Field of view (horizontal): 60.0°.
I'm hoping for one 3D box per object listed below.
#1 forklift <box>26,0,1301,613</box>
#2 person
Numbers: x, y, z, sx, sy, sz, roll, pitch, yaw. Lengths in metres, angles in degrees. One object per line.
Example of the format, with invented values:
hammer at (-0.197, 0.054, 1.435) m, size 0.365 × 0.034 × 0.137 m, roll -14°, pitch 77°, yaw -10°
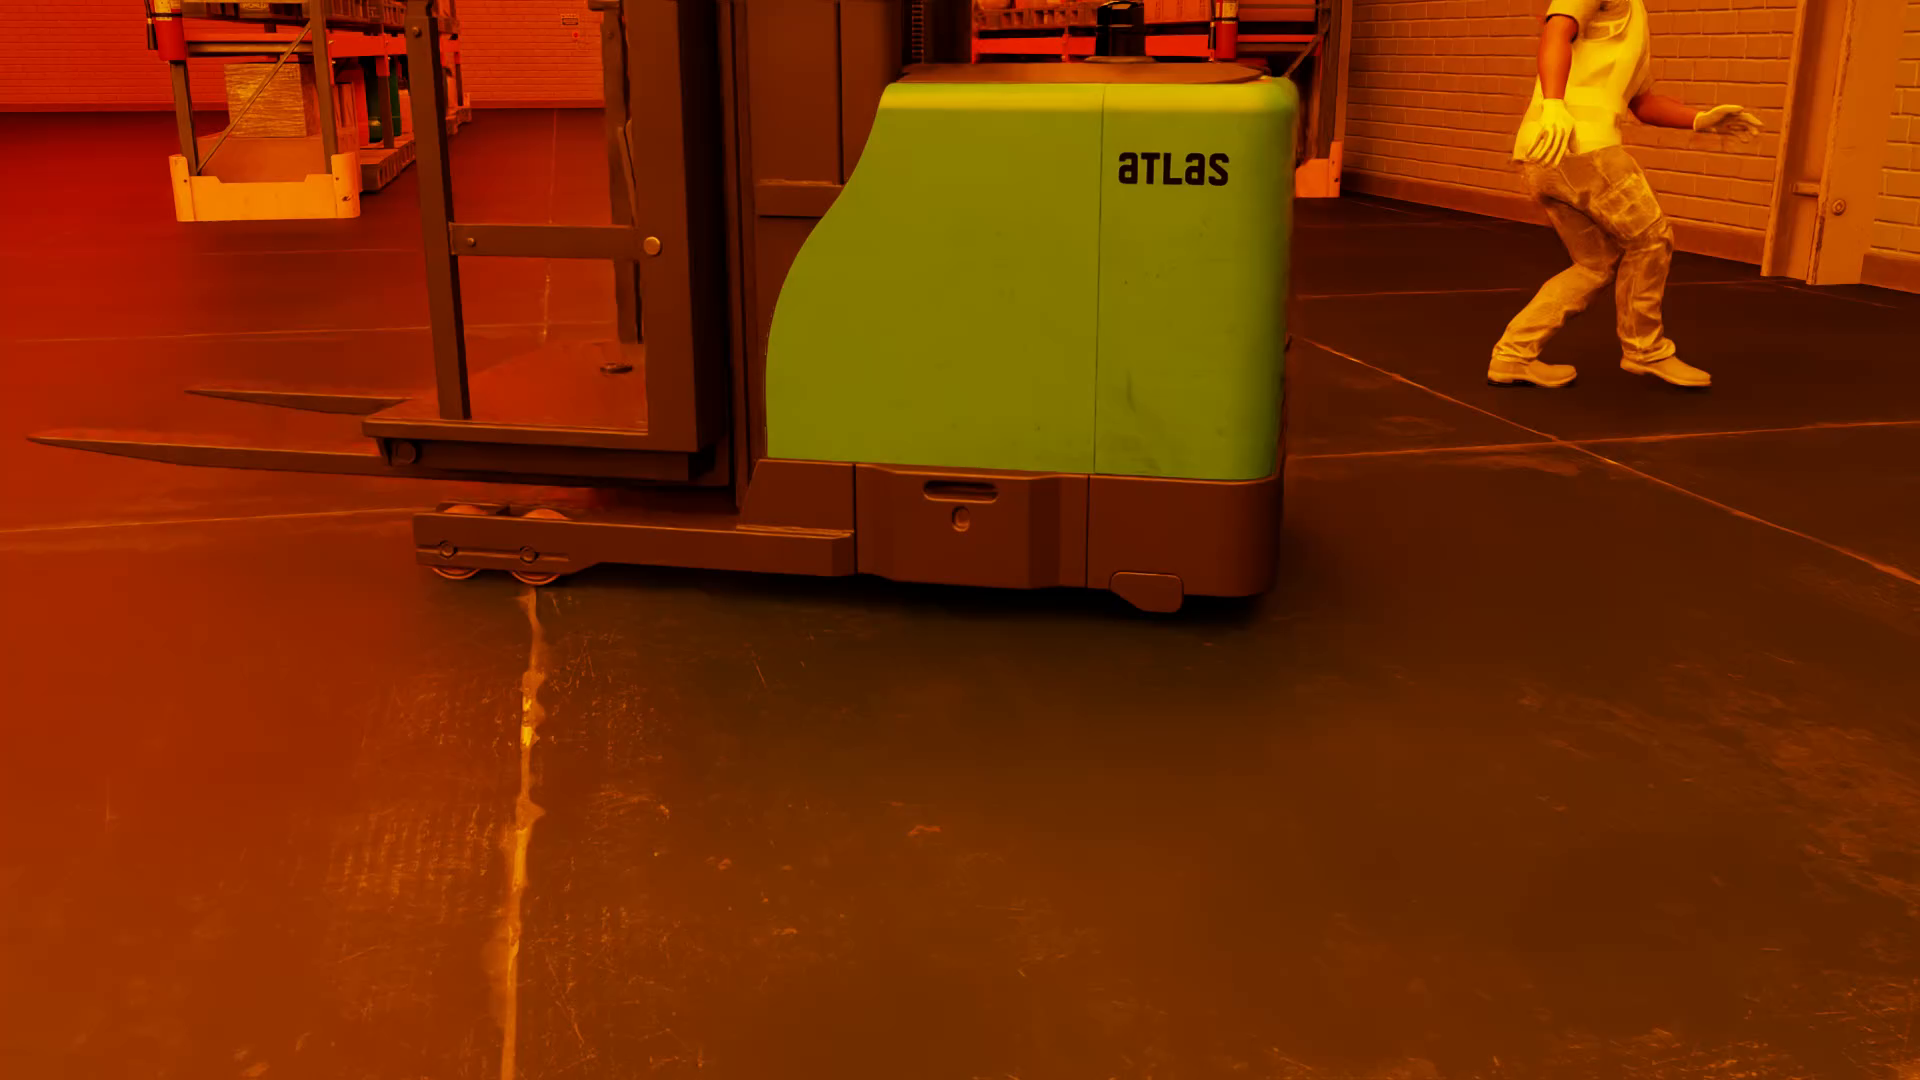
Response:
forklift at (-0.745, -1.448, 3.742) m, size 3.031 × 2.935 × 1.130 m, roll 3°, pitch 17°, yaw 11°
person at (2.247, -1.287, 5.515) m, size 0.810 × 1.613 × 0.807 m, roll 3°, pitch 17°, yaw 10°
